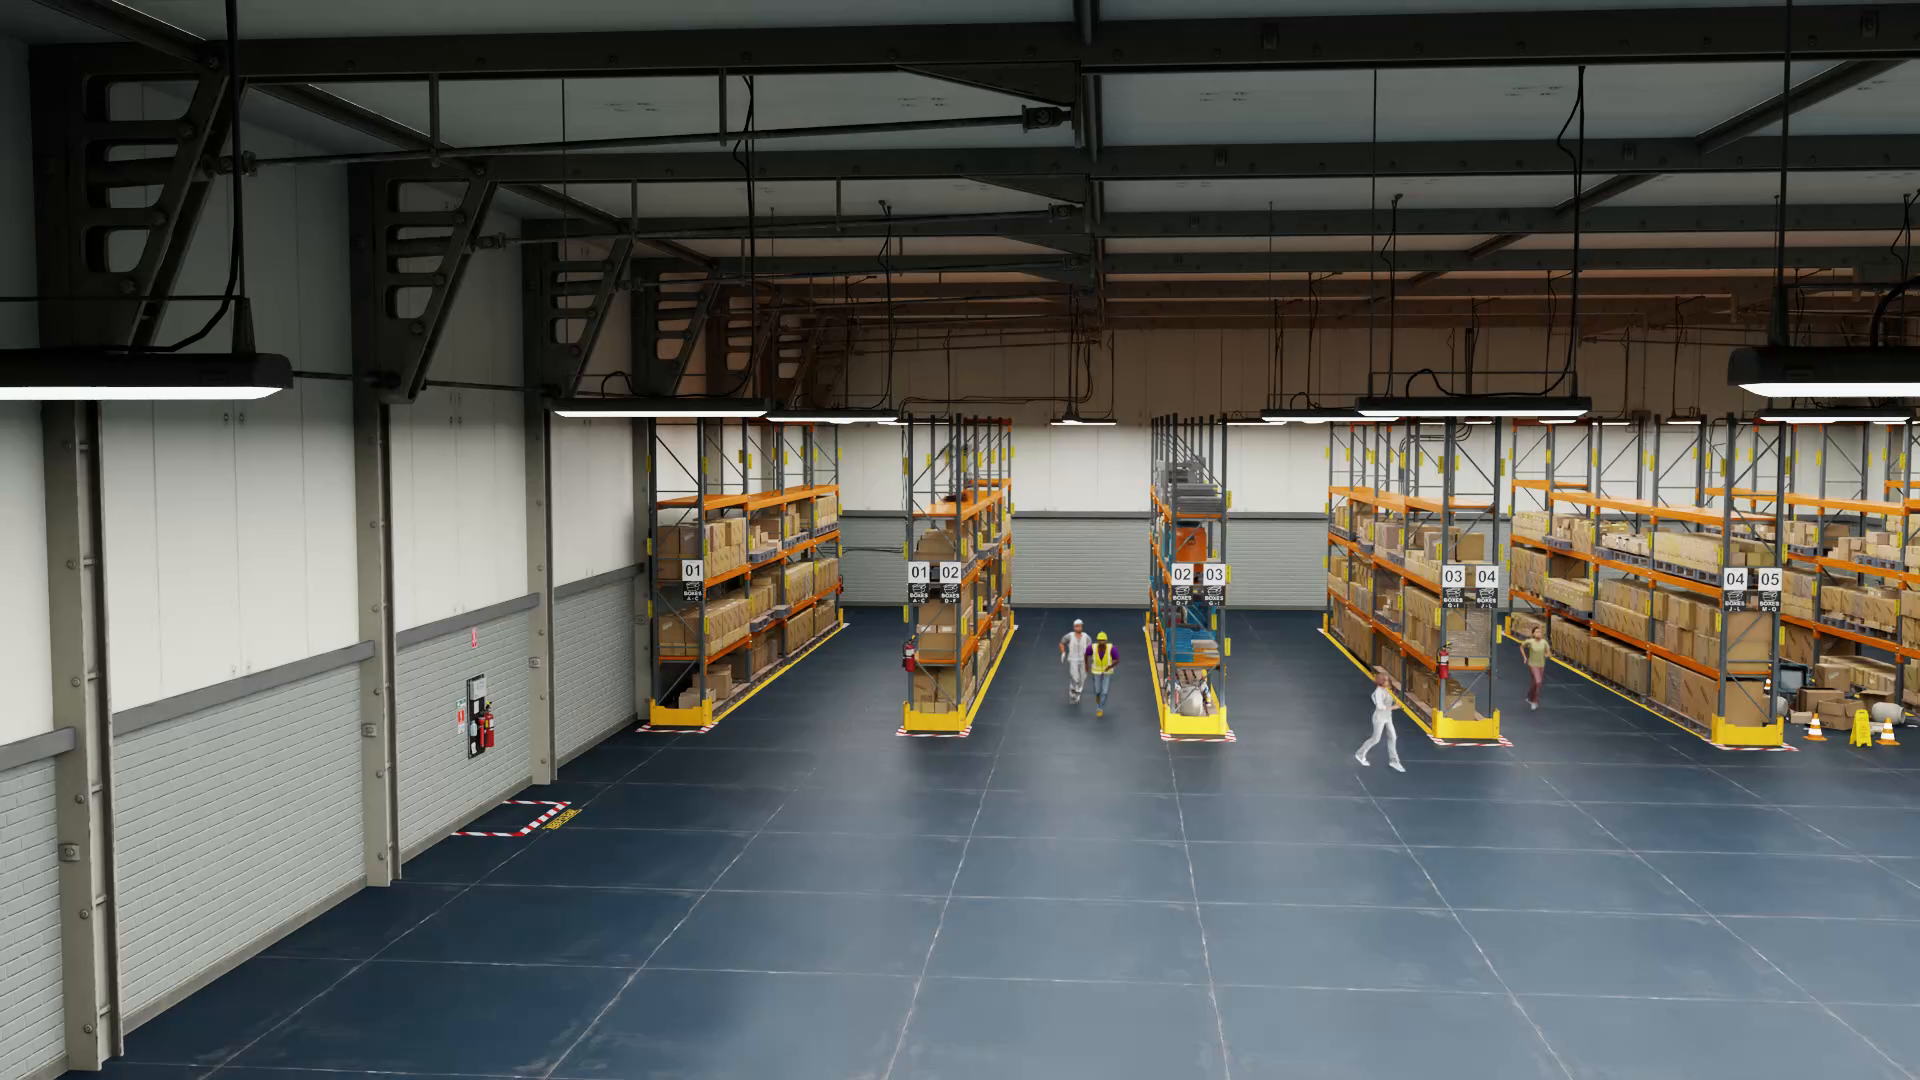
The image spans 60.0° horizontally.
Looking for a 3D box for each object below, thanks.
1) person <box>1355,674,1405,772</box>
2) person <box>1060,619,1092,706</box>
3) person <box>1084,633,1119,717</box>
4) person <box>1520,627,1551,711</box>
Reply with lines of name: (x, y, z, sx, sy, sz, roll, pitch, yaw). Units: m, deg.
person: (7.017, 3.082, 27.774, 0.824, 1.528, 0.520, 3, 5, 34)
person: (2.424, 2.525, 34.231, 0.641, 1.778, 0.694, -1, 4, -11)
person: (2.821, 2.669, 33.104, 0.690, 1.693, 0.742, 0, 4, 3)
person: (11.765, 2.609, 33.949, 0.557, 1.707, 0.709, 0, 4, -6)
